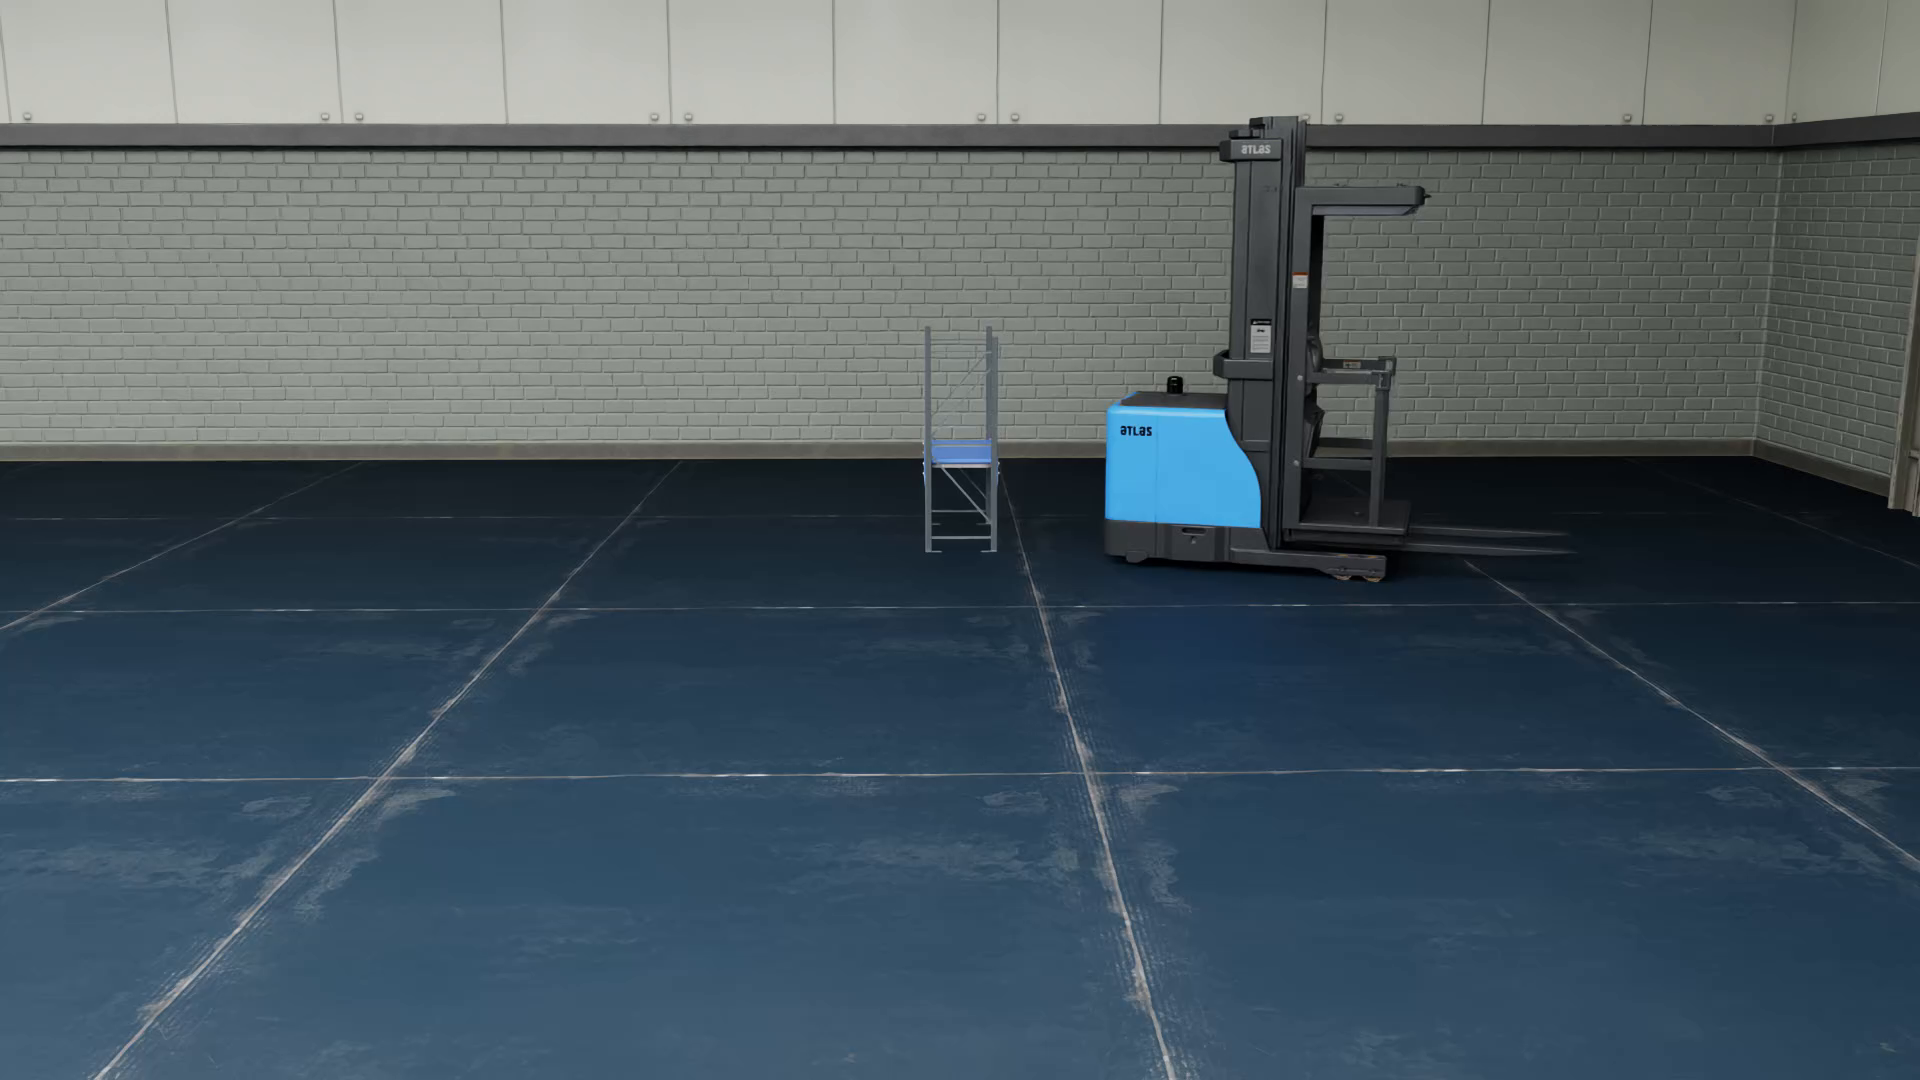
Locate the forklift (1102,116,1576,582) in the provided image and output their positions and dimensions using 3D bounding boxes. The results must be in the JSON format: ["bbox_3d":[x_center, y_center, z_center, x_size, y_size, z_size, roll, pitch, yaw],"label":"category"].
[{"bbox_3d":[2.541,-1.283,11.012,3.031,2.935,1.130,3,12,16],"label":"forklift"}]

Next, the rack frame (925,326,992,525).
[{"bbox_3d":[-0.012,-0.853,12.492,0.500,1.500,0.032,0,11,-1],"label":"rack frame"}]

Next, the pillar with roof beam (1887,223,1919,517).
[{"bbox_3d":[3.294,-4.615,12.172,9.100,9.000,0.400,0,11,-1],"label":"pillar with roof beam"}]

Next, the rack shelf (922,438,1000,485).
[{"bbox_3d":[-0.002,-0.576,12.029,0.538,0.185,1.000,0,11,-1],"label":"rack shelf"}]

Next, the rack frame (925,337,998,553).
[{"bbox_3d":[0.009,-0.651,11.495,0.500,1.500,0.032,0,11,-1],"label":"rack frame"}]

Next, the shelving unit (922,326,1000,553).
[{"bbox_3d":[-0.002,-0.752,11.994,0.538,1.500,1.048,0,11,-1],"label":"shelving unit"}]
